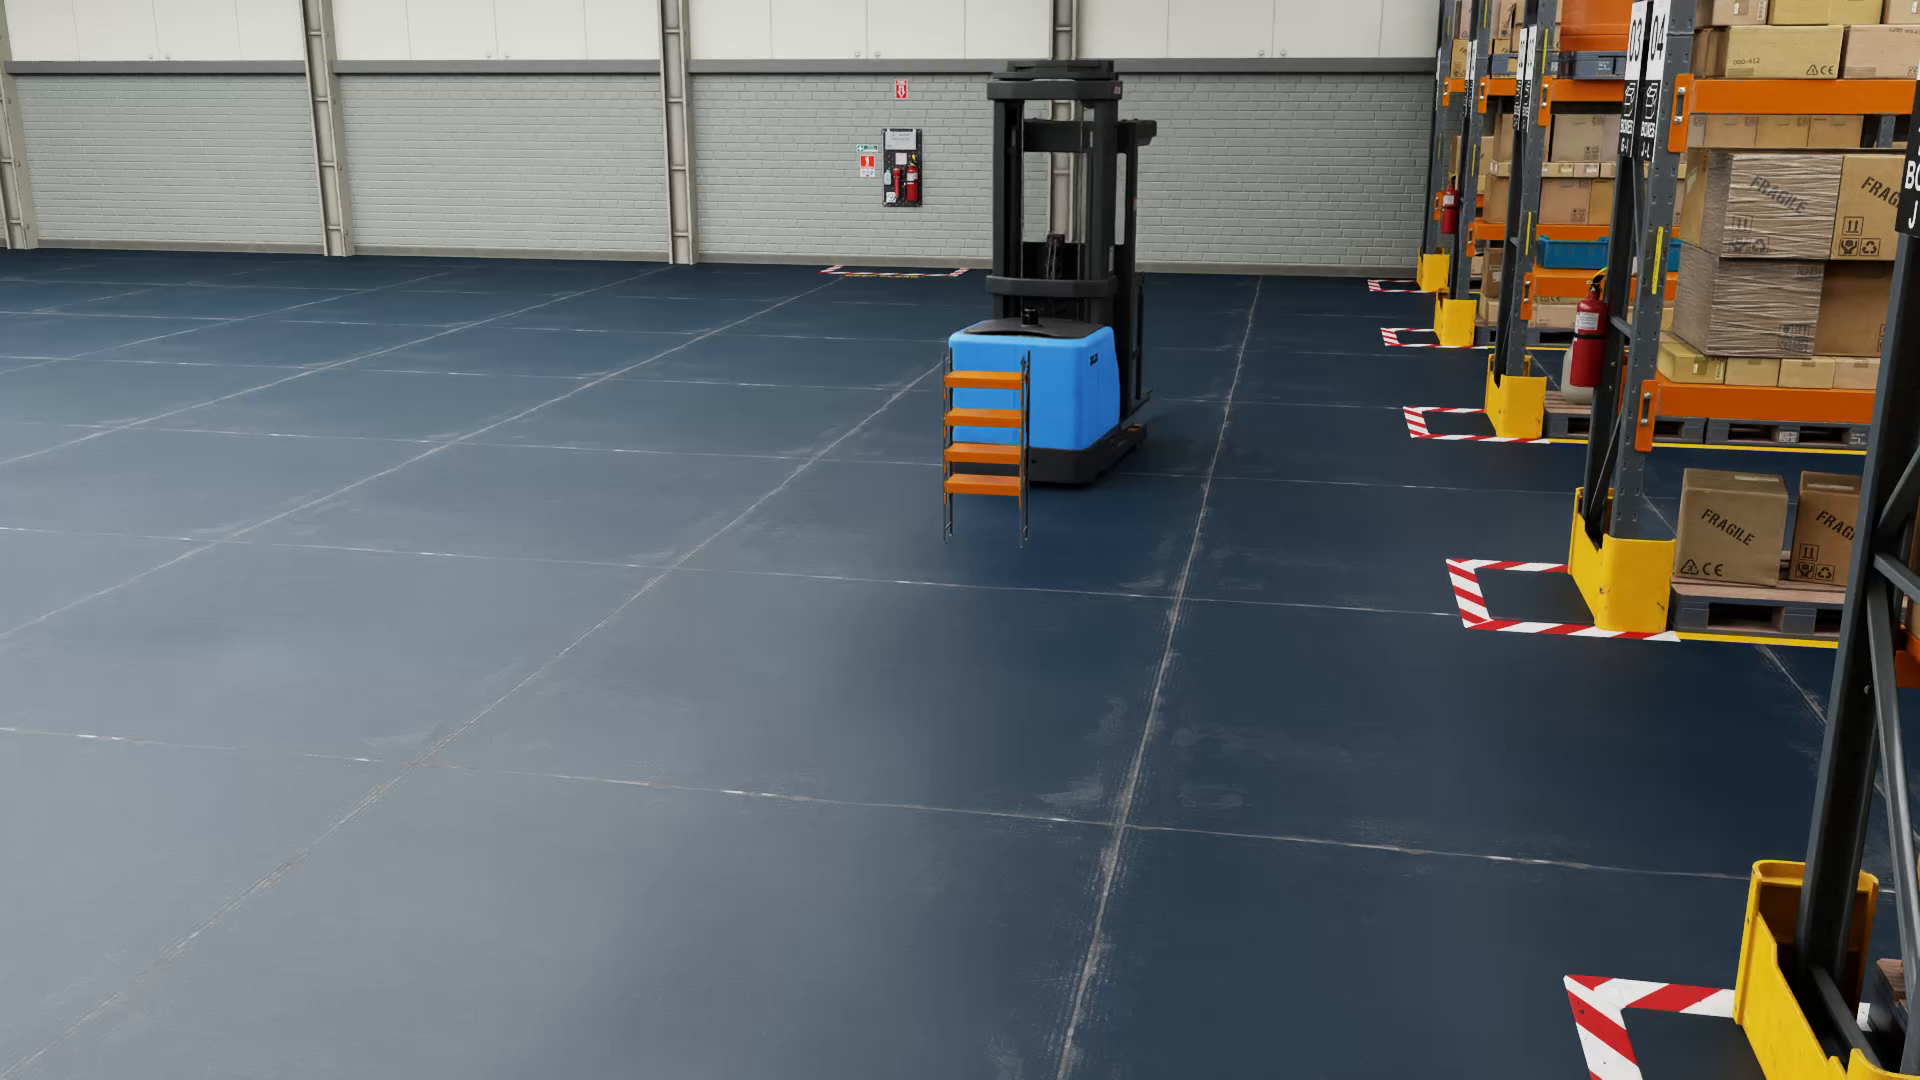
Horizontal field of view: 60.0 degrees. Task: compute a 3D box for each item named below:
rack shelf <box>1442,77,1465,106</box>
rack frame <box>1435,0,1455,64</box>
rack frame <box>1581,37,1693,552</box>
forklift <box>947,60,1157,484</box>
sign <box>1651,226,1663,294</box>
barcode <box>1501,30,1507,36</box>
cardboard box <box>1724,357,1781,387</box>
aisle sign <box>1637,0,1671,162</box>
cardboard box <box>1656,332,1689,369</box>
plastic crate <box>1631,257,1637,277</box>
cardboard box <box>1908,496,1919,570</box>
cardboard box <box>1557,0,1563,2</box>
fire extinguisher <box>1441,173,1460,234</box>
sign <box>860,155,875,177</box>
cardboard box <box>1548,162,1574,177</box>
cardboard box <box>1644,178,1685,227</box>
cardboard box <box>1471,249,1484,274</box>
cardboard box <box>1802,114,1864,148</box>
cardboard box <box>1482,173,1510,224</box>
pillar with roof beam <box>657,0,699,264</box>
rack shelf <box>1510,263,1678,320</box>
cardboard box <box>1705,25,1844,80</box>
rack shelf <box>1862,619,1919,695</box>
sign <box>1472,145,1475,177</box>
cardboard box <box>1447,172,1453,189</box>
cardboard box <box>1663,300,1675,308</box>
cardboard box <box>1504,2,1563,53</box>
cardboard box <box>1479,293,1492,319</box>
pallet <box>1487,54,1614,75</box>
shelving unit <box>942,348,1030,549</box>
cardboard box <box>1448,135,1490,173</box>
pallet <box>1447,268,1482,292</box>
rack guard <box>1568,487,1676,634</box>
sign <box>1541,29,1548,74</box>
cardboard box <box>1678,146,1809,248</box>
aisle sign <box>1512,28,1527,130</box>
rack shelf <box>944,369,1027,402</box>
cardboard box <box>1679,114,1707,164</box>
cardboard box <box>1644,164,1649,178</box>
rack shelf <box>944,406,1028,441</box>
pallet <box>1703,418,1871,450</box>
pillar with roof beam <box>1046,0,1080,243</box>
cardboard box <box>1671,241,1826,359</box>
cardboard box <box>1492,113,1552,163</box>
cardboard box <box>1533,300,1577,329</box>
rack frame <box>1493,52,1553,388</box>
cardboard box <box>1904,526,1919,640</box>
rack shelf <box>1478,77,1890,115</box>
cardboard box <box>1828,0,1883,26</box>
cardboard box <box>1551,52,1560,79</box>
[{"bbox_3d":[8.499,-5.997,22.250,4.000,0.370,1.077,3,16,11],"label":"rack shelf"},{"bbox_3d":[6.539,-7.895,22.138,0.127,3.000,1.000,3,16,11],"label":"rack frame"},{"bbox_3d":[3.578,-1.117,8.905,0.127,3.000,1.000,3,16,11],"label":"rack frame"},{"bbox_3d":[0.859,-2.156,12.784,1.130,2.935,3.031,5,16,18],"label":"forklift"},{"bbox_3d":[3.470,-1.392,8.277,0.005,0.325,0.100,3,16,11],"label":"sign"},{"bbox_3d":[5.948,-5.544,18.179,0.075,0.075,0.001,3,16,11],"label":"barcode"},{"bbox_3d":[4.051,-0.900,8.593,0.250,0.149,0.380,3,16,11],"label":"cardboard box"},{"bbox_3d":[3.457,-2.295,8.287,0.004,0.787,0.394,3,16,11],"label":"aisle sign"},{"bbox_3d":[3.898,-1.035,9.079,0.250,0.149,0.380,3,16,11],"label":"cardboard box"},{"bbox_3d":[5.378,-2.154,13.142,0.250,0.136,0.298,3,16,11],"label":"plastic crate"},{"bbox_3d":[5.389,-0.016,8.826,0.500,0.500,0.500,5,16,16],"label":"cardboard box"},{"bbox_3d":[7.854,-6.841,21.853,0.500,0.500,0.500,4,16,13],"label":"cardboard box"},{"bbox_3d":[5.532,-3.799,18.731,0.183,0.674,0.296,3,16,11],"label":"fire extinguisher"},{"bbox_3d":[-1.417,-5.727,25.483,0.234,0.329,0.001,3,16,11],"label":"sign"},{"bbox_3d":[6.401,-3.965,17.784,0.250,0.149,0.380,3,16,11],"label":"cardboard box"},{"bbox_3d":[7.528,-3.647,17.850,0.500,0.500,0.700,4,16,13],"label":"cardboard box"},{"bbox_3d":[7.199,-3.860,23.021,0.500,0.311,0.500,1,16,5],"label":"cardboard box"},{"bbox_3d":[9.039,-4.191,17.384,0.500,0.500,0.700,3,16,11],"label":"cardboard box"},{"bbox_3d":[6.011,-3.728,18.145,0.500,0.500,0.700,3,16,11],"label":"cardboard box"},{"bbox_3d":[-5.220,-7.597,21.059,0.400,9.000,9.100,3,16,11],"label":"pillar with roof beam"},{"bbox_3d":[6.525,-1.959,13.294,4.000,0.370,1.077,3,16,11],"label":"rack shelf"},{"bbox_3d":[3.999,-2.397,8.188,0.500,0.250,0.500,4,16,13],"label":"cardboard box"},{"bbox_3d":[4.450,0.628,3.952,4.000,0.370,1.077,3,16,11],"label":"rack shelf"},{"bbox_3d":[5.439,-4.019,17.610,0.005,0.325,0.100,3,16,11],"label":"sign"},{"bbox_3d":[7.036,-4.967,23.049,0.500,0.250,0.500,3,16,12],"label":"cardboard box"},{"bbox_3d":[7.506,-2.780,17.867,0.500,0.500,0.500,3,16,11],"label":"cardboard box"},{"bbox_3d":[6.118,-5.442,17.656,0.637,0.503,0.797,4,16,15],"label":"cardboard box"},{"bbox_3d":[6.140,-2.634,18.747,0.500,0.250,0.500,3,16,11],"label":"cardboard box"},{"bbox_3d":[6.243,-5.067,17.711,1.213,0.211,1.003,3,16,11],"label":"pallet"},{"bbox_3d":[0.162,-0.569,10.300,0.503,1.200,0.258,3,16,11],"label":"shelving unit"},{"bbox_3d":[7.043,-5.333,22.966,0.500,0.500,0.500,3,16,10],"label":"cardboard box"},{"bbox_3d":[7.403,-3.604,23.107,1.213,0.211,1.003,3,16,11],"label":"pallet"},{"bbox_3d":[3.652,0.092,9.224,0.348,0.500,1.175,3,16,11],"label":"rack guard"},{"bbox_3d":[4.451,-3.719,12.662,0.005,0.325,0.100,3,16,11],"label":"sign"},{"bbox_3d":[4.166,-1.826,8.846,0.500,0.500,0.500,3,16,11],"label":"cardboard box"},{"bbox_3d":[4.554,-3.747,13.530,0.004,0.787,0.394,3,16,11],"label":"aisle sign"},{"bbox_3d":[0.162,-0.948,10.195,0.480,0.148,0.258,3,16,11],"label":"rack shelf"},{"bbox_3d":[7.564,-4.271,17.673,0.500,0.500,0.700,3,16,11],"label":"cardboard box"},{"bbox_3d":[7.160,-3.924,17.636,0.250,0.149,0.380,3,16,10],"label":"cardboard box"},{"bbox_3d":[0.162,-0.720,10.258,0.480,0.148,0.258,3,16,11],"label":"rack shelf"},{"bbox_3d":[6.636,-0.967,13.587,1.213,0.211,1.003,3,16,11],"label":"pallet"},{"bbox_3d":[0.660,-7.277,19.907,0.400,9.000,9.100,3,16,11],"label":"pillar with roof beam"},{"bbox_3d":[4.111,-1.272,8.720,0.500,0.500,0.875,3,16,11],"label":"cardboard box"},{"bbox_3d":[6.062,-4.351,17.961,0.500,0.500,0.700,3,16,11],"label":"cardboard box"},{"bbox_3d":[6.528,-2.473,18.165,0.500,0.250,0.500,3,16,11],"label":"cardboard box"},{"bbox_3d":[4.565,-2.413,13.582,0.127,3.000,1.000,3,16,11],"label":"rack frame"},{"bbox_3d":[2.863,0.111,4.192,0.550,0.550,0.875,3,16,11],"label":"cardboard box"},{"bbox_3d":[7.516,-4.701,17.571,4.000,0.370,1.077,3,16,11],"label":"rack shelf"},{"bbox_3d":[4.309,-2.587,8.127,0.250,0.149,0.380,3,16,10],"label":"cardboard box"},{"bbox_3d":[7.846,-6.360,21.989,0.500,0.500,0.500,4,16,14],"label":"cardboard box"}]
